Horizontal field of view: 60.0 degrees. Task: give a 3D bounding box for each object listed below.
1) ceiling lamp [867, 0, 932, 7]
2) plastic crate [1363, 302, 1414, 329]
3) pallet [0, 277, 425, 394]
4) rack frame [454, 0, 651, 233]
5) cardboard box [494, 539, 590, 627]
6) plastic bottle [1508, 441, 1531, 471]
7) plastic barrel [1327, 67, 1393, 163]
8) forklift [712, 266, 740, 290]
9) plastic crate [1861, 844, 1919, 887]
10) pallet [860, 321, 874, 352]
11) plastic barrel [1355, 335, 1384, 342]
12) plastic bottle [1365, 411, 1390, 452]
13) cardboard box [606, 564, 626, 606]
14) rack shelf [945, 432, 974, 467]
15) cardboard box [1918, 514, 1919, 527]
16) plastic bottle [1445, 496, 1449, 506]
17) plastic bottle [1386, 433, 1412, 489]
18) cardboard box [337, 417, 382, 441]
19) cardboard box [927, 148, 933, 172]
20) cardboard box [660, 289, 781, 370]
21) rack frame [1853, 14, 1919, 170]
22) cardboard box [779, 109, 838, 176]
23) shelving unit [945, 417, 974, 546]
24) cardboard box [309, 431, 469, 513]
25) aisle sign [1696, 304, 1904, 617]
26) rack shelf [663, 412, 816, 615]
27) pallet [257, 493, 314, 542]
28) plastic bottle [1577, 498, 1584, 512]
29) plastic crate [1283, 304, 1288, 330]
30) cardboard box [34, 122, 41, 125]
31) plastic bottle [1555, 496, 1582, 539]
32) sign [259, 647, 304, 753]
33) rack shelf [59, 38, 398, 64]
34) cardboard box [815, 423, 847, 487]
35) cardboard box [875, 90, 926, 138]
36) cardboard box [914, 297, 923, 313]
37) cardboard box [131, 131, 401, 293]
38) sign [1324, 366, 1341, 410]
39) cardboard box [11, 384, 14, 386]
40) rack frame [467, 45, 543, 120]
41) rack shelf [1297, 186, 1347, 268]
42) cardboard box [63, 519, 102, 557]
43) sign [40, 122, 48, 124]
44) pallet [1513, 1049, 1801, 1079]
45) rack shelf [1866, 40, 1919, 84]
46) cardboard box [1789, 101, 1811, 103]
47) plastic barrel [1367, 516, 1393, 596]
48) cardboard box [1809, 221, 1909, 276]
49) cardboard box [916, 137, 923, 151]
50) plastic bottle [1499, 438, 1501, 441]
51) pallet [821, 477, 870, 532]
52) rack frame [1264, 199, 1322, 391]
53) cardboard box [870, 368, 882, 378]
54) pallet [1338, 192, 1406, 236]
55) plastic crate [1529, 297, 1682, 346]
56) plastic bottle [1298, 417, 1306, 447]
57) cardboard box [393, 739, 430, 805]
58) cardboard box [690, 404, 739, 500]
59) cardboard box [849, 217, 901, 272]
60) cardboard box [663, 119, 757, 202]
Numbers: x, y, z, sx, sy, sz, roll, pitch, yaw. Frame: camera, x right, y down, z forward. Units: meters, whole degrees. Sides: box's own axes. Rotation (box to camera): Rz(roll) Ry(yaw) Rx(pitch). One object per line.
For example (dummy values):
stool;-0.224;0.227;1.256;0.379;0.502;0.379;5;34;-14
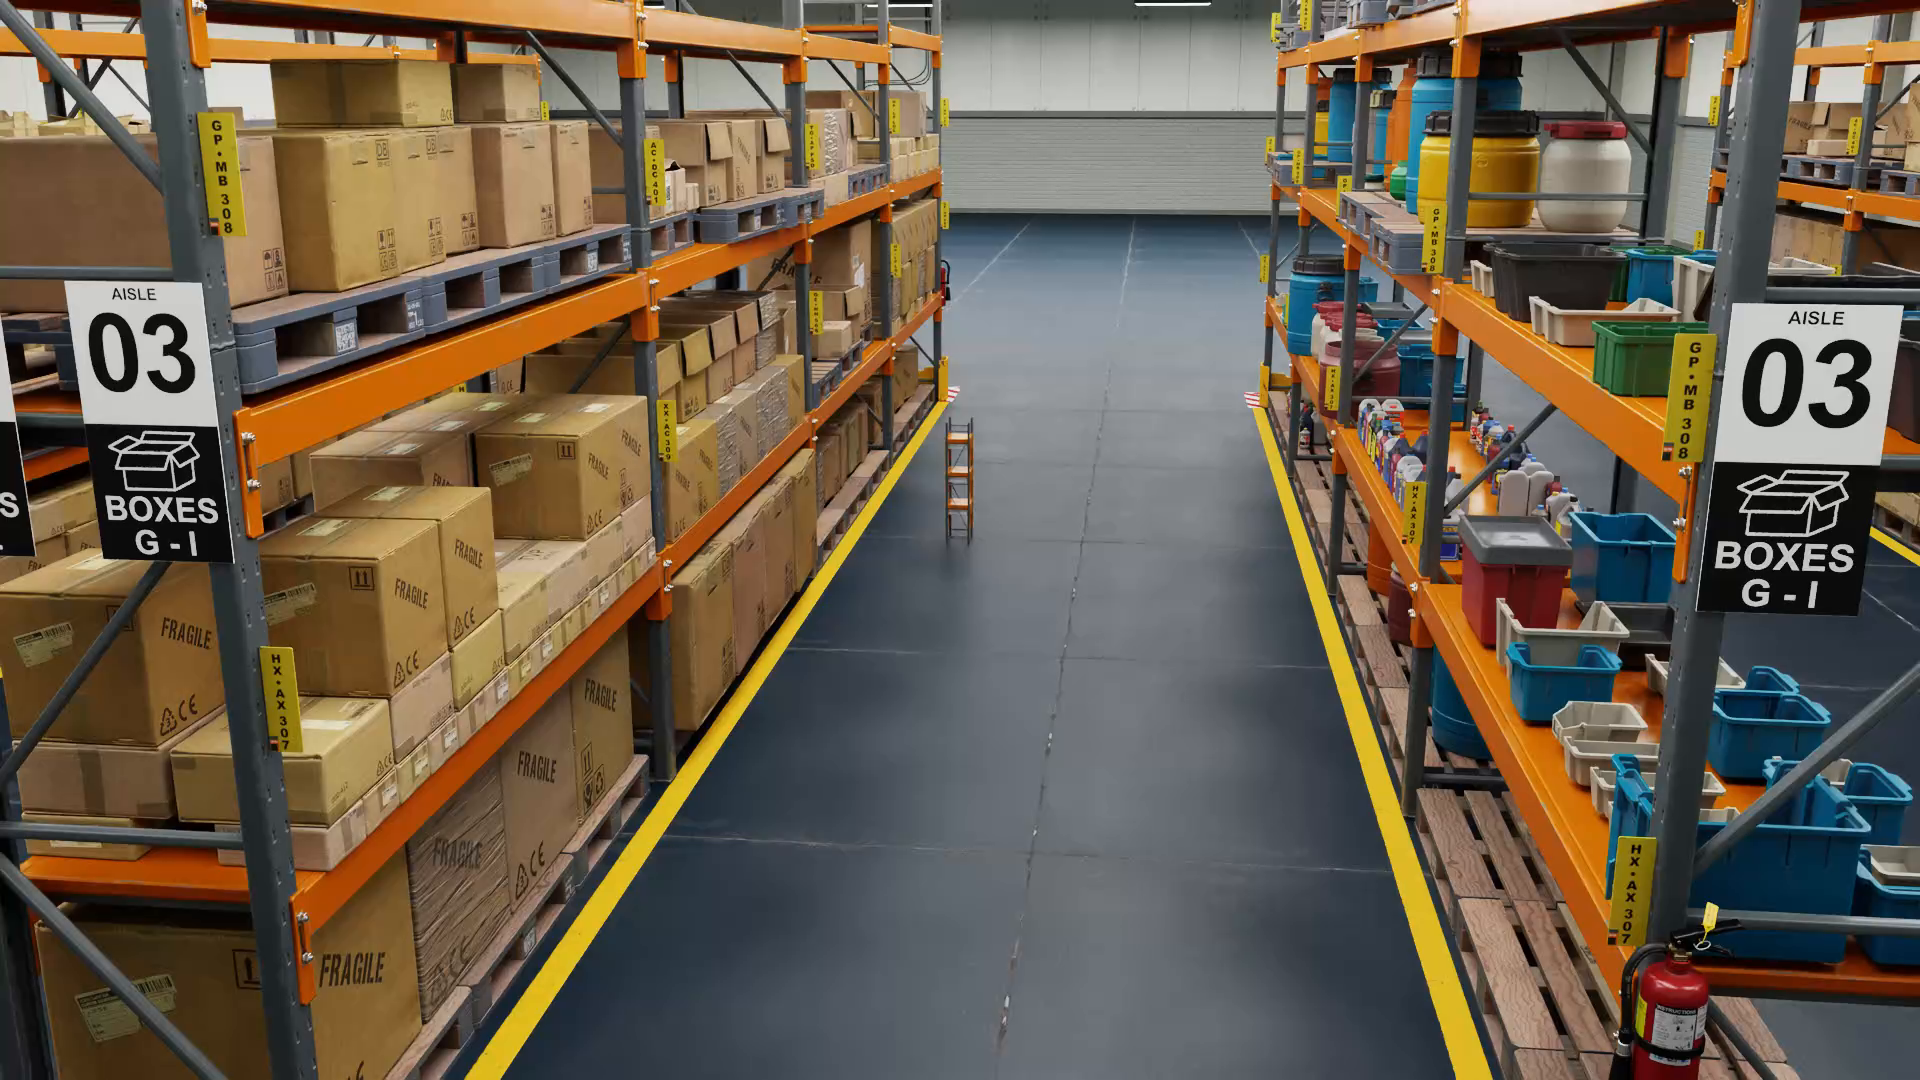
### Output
ceiling lamp;-1.474;-15.660;43.655;2.000;3.185;0.800;2;15;6
plastic crate;3.988;-1.955;15.525;0.402;0.464;0.583;2;15;6
pallet;-2.464;-0.691;5.393;1.003;0.211;1.213;2;15;6
rack frame;-2.086;-3.026;8.114;1.000;3.000;0.127;2;15;6
cardboard box;-1.988;0.188;7.439;0.500;0.250;0.500;2;15;7
plastic bottle;3.441;-0.461;10.216;0.144;0.351;0.185;2;15;6
plastic barrel;3.957;-4.207;16.462;0.600;0.901;0.708;2;15;6
forklift;-2.734;-2.108;16.341;1.130;2.935;3.031;0;15;1
plastic crate;2.857;1.016;5.047;0.250;0.136;0.298;2;15;6
pallet;-1.414;-1.918;15.878;1.003;0.211;1.213;2;15;6
plastic barrel;3.191;-1.349;13.189;0.421;0.512;0.421;0;15;0
plastic bottle;2.865;-0.739;11.387;0.152;0.276;0.135;2;15;6
cardboard box;-1.853;0.213;8.108;0.380;0.149;0.250;1;15;5
rack shelf;-0.006;-0.757;13.902;0.215;0.259;0.240;2;15;6
cardboard box;8.139;-0.158;13.463;0.500;0.250;0.500;2;15;8
plastic bottle;2.600;-0.131;9.137;0.152;0.276;0.135;2;15;6
plastic bottle;2.738;-0.494;10.338;0.144;0.351;0.185;2;15;6
cardboard box;-6.193;-1.080;15.916;1.050;0.750;0.750;2;15;6
cardboard box;-0.587;-4.356;19.066;0.500;0.250;0.500;2;15;7
cardboard box;-1.733;-1.511;11.890;0.797;0.503;0.637;2;15;8
rack frame;8.659;-4.808;14.704;1.000;3.000;0.127;2;15;6
cardboard box;-1.265;-3.151;13.173;0.500;0.500;0.500;2;15;7
shelving unit;-0.006;-0.493;13.974;0.215;1.050;0.252;2;15;6
cardboard box;-2.511;-0.184;7.377;0.500;0.500;0.500;1;15;4
aisle sign;2.085;-0.192;4.144;0.394;0.787;0.004;2;15;6
rack shelf;-1.860;-0.302;10.909;1.077;0.370;4.000;2;15;6
pallet;-6.388;-0.196;14.483;1.003;0.211;1.213;2;15;6
plastic bottle;3.322;-0.095;9.013;0.097;0.271;0.097;0;15;0
plastic crate;3.593;-2.282;17.141;0.499;0.251;0.616;2;15;6
cardboard box;-10.578;-4.620;18.709;0.380;0.149;0.250;1;15;5
plastic bottle;3.202;-0.053;8.705;0.144;0.351;0.185;2;15;6
sign;-1.987;0.469;4.871;0.100;0.325;0.005;2;15;6
rack shelf;-6.326;-4.214;14.652;1.077;0.370;4.000;2;15;6
cardboard box;-1.409;-0.784;15.260;0.700;0.500;0.500;0;15;1
cardboard box;-0.655;-4.714;18.384;0.500;0.500;0.500;2;15;6
cardboard box;-0.624;-2.649;18.694;0.380;0.149;0.250;2;15;6
cardboard box;-2.349;-1.119;5.619;0.700;0.500;0.500;1;15;4
sign;2.739;-1.115;12.226;0.100;0.325;0.005;2;15;6
cardboard box;-6.386;-1.030;10.761;0.380;0.149;0.250;2;15;6
rack frame;-5.649;-6.311;20.261;1.000;3.000;0.127;2;15;6
rack shelf;3.512;-2.641;13.815;1.077;0.370;4.000;2;15;6
cardboard box;-6.472;0.115;11.976;0.500;0.500;0.500;1;15;4
sign;-7.102;-3.094;12.970;0.100;0.325;0.005;2;15;6
pallet;2.516;2.187;5.671;1.003;0.211;1.213;2;15;6
rack shelf;8.434;-3.749;12.932;1.077;0.370;4.000;2;15;6
cardboard box;9.042;-4.569;18.295;0.797;0.503;0.637;3;15;10
plastic barrel;3.248;-0.049;11.951;0.600;0.830;0.708;2;15;6
cardboard box;8.759;-2.833;16.216;0.700;0.500;0.500;2;15;6
cardboard box;-0.607;-4.392;18.435;0.380;0.149;0.250;1;15;3
plastic bottle;3.542;-0.568;10.895;0.097;0.201;0.097;0;15;0
pallet;-1.405;-0.340;15.014;1.003;0.211;1.213;2;15;6
rack frame;4.189;-3.097;19.867;1.000;3.000;0.127;2;15;6
cardboard box;-1.049;-1.616;18.375;0.500;0.500;0.500;0;15;1
pallet;3.103;-2.183;11.104;1.003;0.211;1.213;2;15;6
plastic crate;2.371;-0.811;6.173;0.437;0.136;0.530;2;15;6
plastic bottle;3.465;-1.095;16.825;0.061;0.283;0.133;2;15;9
cardboard box;-2.113;0.813;5.889;0.380;0.149;0.250;1;15;5
cardboard box;-1.673;-0.551;10.260;0.500;0.500;0.500;1;15;5
cardboard box;-0.880;-2.989;16.792;0.500;0.500;0.500;2;15;6
cardboard box;-1.642;-2.480;10.844;0.500;0.500;0.500;3;15;9
